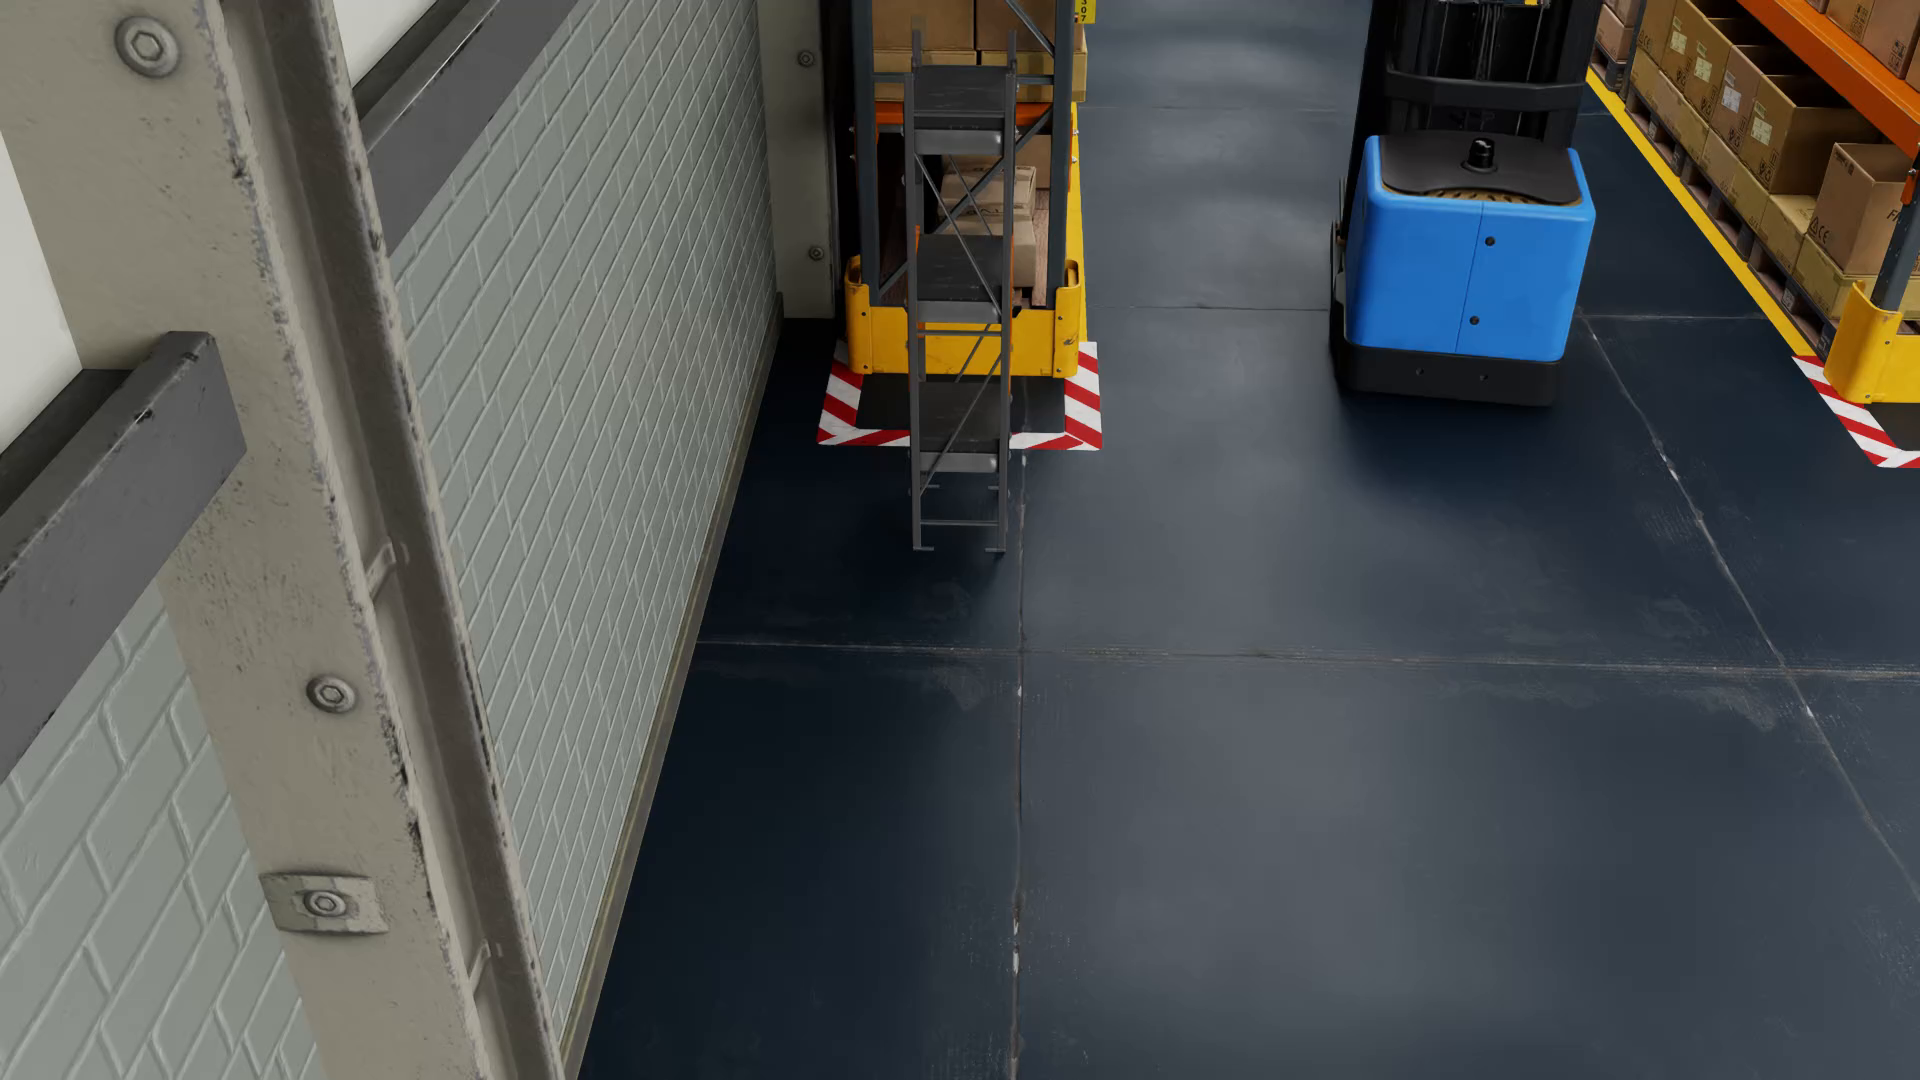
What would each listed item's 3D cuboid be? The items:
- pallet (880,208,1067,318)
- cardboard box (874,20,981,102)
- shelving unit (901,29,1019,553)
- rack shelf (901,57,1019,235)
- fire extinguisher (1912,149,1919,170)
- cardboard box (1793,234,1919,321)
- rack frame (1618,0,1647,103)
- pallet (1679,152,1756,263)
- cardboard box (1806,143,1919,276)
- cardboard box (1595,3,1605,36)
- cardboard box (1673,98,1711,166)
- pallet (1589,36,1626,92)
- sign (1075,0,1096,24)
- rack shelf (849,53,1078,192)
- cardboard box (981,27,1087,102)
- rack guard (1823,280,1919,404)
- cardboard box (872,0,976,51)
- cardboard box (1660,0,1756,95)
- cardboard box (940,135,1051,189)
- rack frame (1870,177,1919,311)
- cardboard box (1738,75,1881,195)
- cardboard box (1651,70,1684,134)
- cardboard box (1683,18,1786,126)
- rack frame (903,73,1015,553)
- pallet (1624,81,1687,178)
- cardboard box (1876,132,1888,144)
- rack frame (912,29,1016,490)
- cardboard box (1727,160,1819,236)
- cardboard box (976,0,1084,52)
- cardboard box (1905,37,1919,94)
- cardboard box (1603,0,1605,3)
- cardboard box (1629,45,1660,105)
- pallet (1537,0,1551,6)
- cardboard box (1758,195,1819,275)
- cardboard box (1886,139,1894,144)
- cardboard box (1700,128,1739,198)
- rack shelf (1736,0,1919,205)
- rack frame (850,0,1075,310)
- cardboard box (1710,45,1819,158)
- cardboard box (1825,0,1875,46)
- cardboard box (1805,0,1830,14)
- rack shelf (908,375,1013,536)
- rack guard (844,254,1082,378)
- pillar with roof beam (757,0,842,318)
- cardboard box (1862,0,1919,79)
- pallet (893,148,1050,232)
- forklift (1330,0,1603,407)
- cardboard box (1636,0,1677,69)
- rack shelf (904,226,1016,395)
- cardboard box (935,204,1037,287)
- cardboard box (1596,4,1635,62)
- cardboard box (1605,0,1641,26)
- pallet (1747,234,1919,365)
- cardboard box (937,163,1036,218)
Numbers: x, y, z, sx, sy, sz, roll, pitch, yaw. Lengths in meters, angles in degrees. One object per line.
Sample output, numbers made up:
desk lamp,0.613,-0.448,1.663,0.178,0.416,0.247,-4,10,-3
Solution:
pallet,0.085,-1.484,9.179,1.003,0.211,1.213,1,35,2
cardboard box,-0.161,-2.336,8.078,0.500,0.250,0.500,2,35,3
shelving unit,0.007,-0.954,6.782,0.431,2.100,0.503,1,35,2
rack shelf,0.007,-1.516,6.387,0.431,0.518,0.480,1,35,2
fire extinguisher,4.495,-1.915,7.433,0.296,0.674,0.183,1,35,2
cardboard box,4.690,-1.365,8.610,0.500,0.250,0.500,1,35,2
rack frame,5.125,-4.302,10.762,1.000,3.000,0.127,1,35,2
pallet,5.005,-2.002,9.915,1.003,0.211,1.213,1,35,2
cardboard box,4.688,-1.672,8.394,0.500,0.500,0.500,1,35,2
cardboard box,4.874,-3.884,12.194,0.500,0.250,0.500,1,35,1
cardboard box,4.753,-2.515,10.246,0.500,0.250,0.500,1,35,2
pallet,5.115,-3.585,12.167,1.003,0.211,1.213,1,35,2
sign,0.556,-2.457,7.385,0.100,0.325,0.005,1,35,2
rack shelf,0.095,-2.970,9.494,1.077,0.370,4.000,1,35,2
cardboard box,0.351,-2.336,8.078,0.500,0.250,0.500,0,35,1
rack guard,4.963,-0.967,8.191,1.175,0.500,0.348,1,35,2
cardboard box,-0.179,-2.645,7.866,0.500,0.500,0.500,1,35,1
cardboard box,4.781,-3.109,10.438,0.500,0.500,0.500,1,35,2
cardboard box,0.234,-2.416,9.871,0.700,0.500,0.500,-1,35,-1
rack frame,4.964,-2.003,7.492,1.000,3.000,0.127,1,35,2
cardboard box,4.714,-2.247,9.212,0.500,0.500,0.500,1,35,2
cardboard box,4.778,-2.802,10.654,0.500,0.250,0.500,1,35,2
cardboard box,4.753,-2.821,10.030,0.500,0.500,0.500,1,35,2
rack frame,-0.003,-0.814,6.582,0.400,2.100,0.015,1,35,2
pallet,5.051,-2.705,10.915,1.003,0.211,1.213,1,35,2
cardboard box,5.233,-2.235,9.195,0.500,0.500,0.500,1,35,2
rack frame,0.016,-1.094,6.981,0.400,2.100,0.015,1,35,2
cardboard box,4.717,-1.940,9.428,0.500,0.250,0.500,1,35,2
cardboard box,0.334,-2.637,7.854,0.500,0.500,0.500,1,35,2
cardboard box,4.996,-2.312,7.844,0.700,0.500,0.500,1,35,2
cardboard box,4.869,-4.116,12.037,0.500,0.311,0.500,2,35,3
cardboard box,4.803,-3.089,11.063,0.500,0.250,0.500,1,35,2
pallet,5.162,-4.288,13.167,1.003,0.211,1.213,1,35,2
cardboard box,4.698,-1.653,9.019,0.500,0.250,0.500,1,35,2
cardboard box,5.226,-1.947,8.786,0.500,0.500,0.500,1,35,2
cardboard box,4.739,-2.227,9.837,0.500,0.250,0.500,1,35,2
rack shelf,5.044,-2.858,9.334,1.077,0.370,4.000,1,35,2
rack frame,0.014,-2.116,7.652,1.000,3.000,0.127,1,35,2
cardboard box,4.735,-2.534,9.621,0.500,0.500,0.500,1,35,2
cardboard box,5.038,-2.899,8.680,0.700,0.500,0.500,2,35,2
cardboard box,5.055,-3.202,9.110,0.700,0.500,0.500,2,35,3
rack shelf,0.007,-0.370,7.192,0.431,0.518,0.480,1,35,2
rack guard,0.017,-1.137,8.433,1.175,0.500,0.348,1,35,2
pillar with roof beam,3.480,-4.893,6.386,9.100,9.000,0.400,1,35,2
cardboard box,5.012,-2.614,8.274,0.700,0.500,0.500,2,35,3
pallet,0.137,-2.184,10.173,1.003,0.211,1.213,1,35,2
forklift,2.648,-2.686,8.523,1.130,2.935,3.031,6,36,9
cardboard box,4.793,-3.396,10.847,0.500,0.500,0.500,1,35,2
rack shelf,0.007,-0.943,6.789,0.431,0.518,0.480,1,35,2
cardboard box,0.132,-1.591,8.861,0.500,0.311,0.500,-2,35,-3
cardboard box,4.852,-3.593,11.780,0.500,0.250,0.500,1,35,1
cardboard box,4.855,-3.817,11.611,0.500,0.311,0.500,1,35,2
pallet,4.953,-1.303,8.920,1.003,0.211,1.213,1,35,2
cardboard box,0.155,-1.919,9.327,0.500,0.311,0.500,4,35,6
